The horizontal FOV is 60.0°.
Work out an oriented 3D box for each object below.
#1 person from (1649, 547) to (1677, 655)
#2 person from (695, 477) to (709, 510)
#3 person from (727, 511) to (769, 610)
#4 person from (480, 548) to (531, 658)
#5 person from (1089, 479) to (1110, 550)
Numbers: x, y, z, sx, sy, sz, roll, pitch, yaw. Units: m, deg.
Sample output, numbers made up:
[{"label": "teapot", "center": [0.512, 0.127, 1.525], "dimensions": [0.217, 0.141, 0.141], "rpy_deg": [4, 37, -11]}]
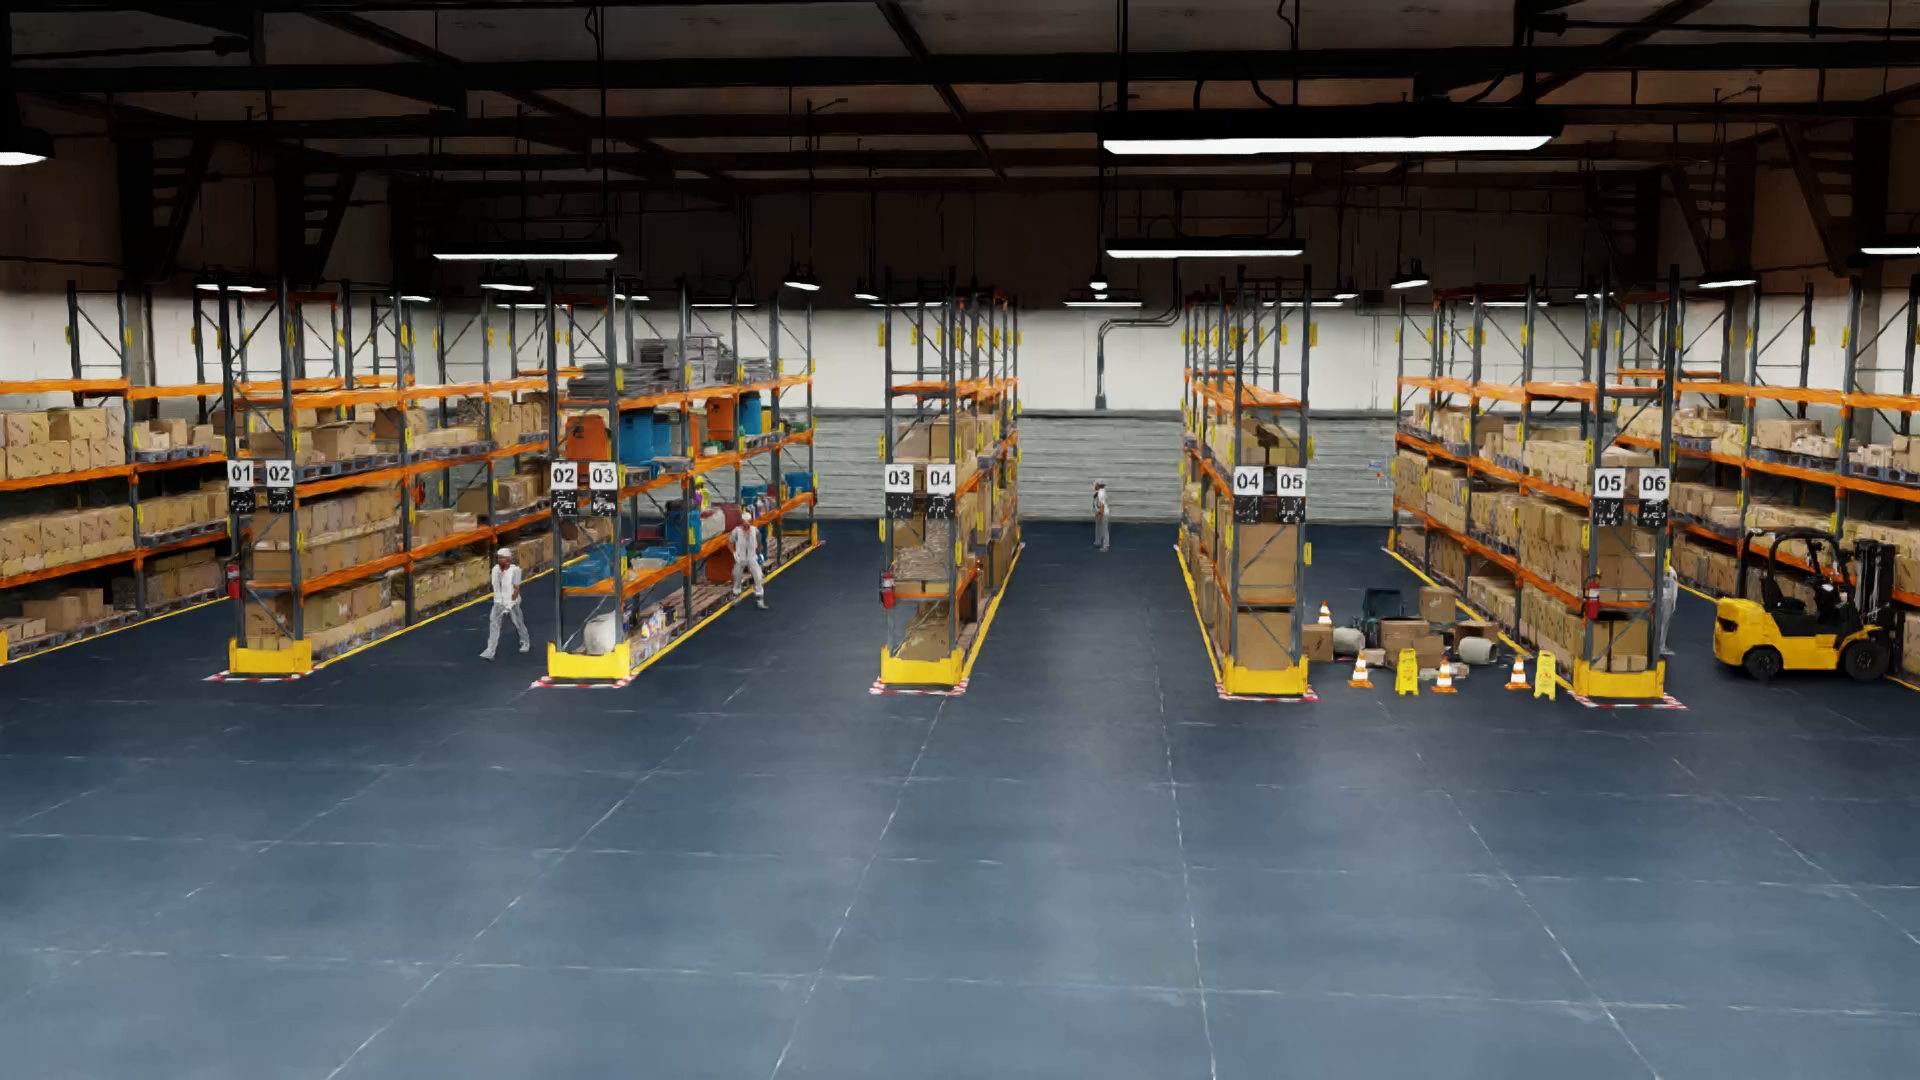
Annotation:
[{"label": "person", "center": [11.176, 0.959, 26.410], "dimensions": [0.415, 1.676, 0.537], "rpy_deg": [-3, 8, -26]}, {"label": "person", "center": [-6.073, -0.592, 38.867], "dimensions": [0.577, 1.767, 0.742], "rpy_deg": [1, 7, 10]}, {"label": "person", "center": [-3.729, 0.345, 28.997], "dimensions": [0.663, 1.722, 0.841], "rpy_deg": [-2, 7, -13]}, {"label": "person", "center": [-7.123, 0.974, 26.087], "dimensions": [0.553, 1.724, 1.036], "rpy_deg": [2, 7, 14]}, {"label": "person", "center": [3.307, -0.615, 39.378], "dimensions": [0.499, 1.666, 0.662], "rpy_deg": [0, 7, 1]}]
